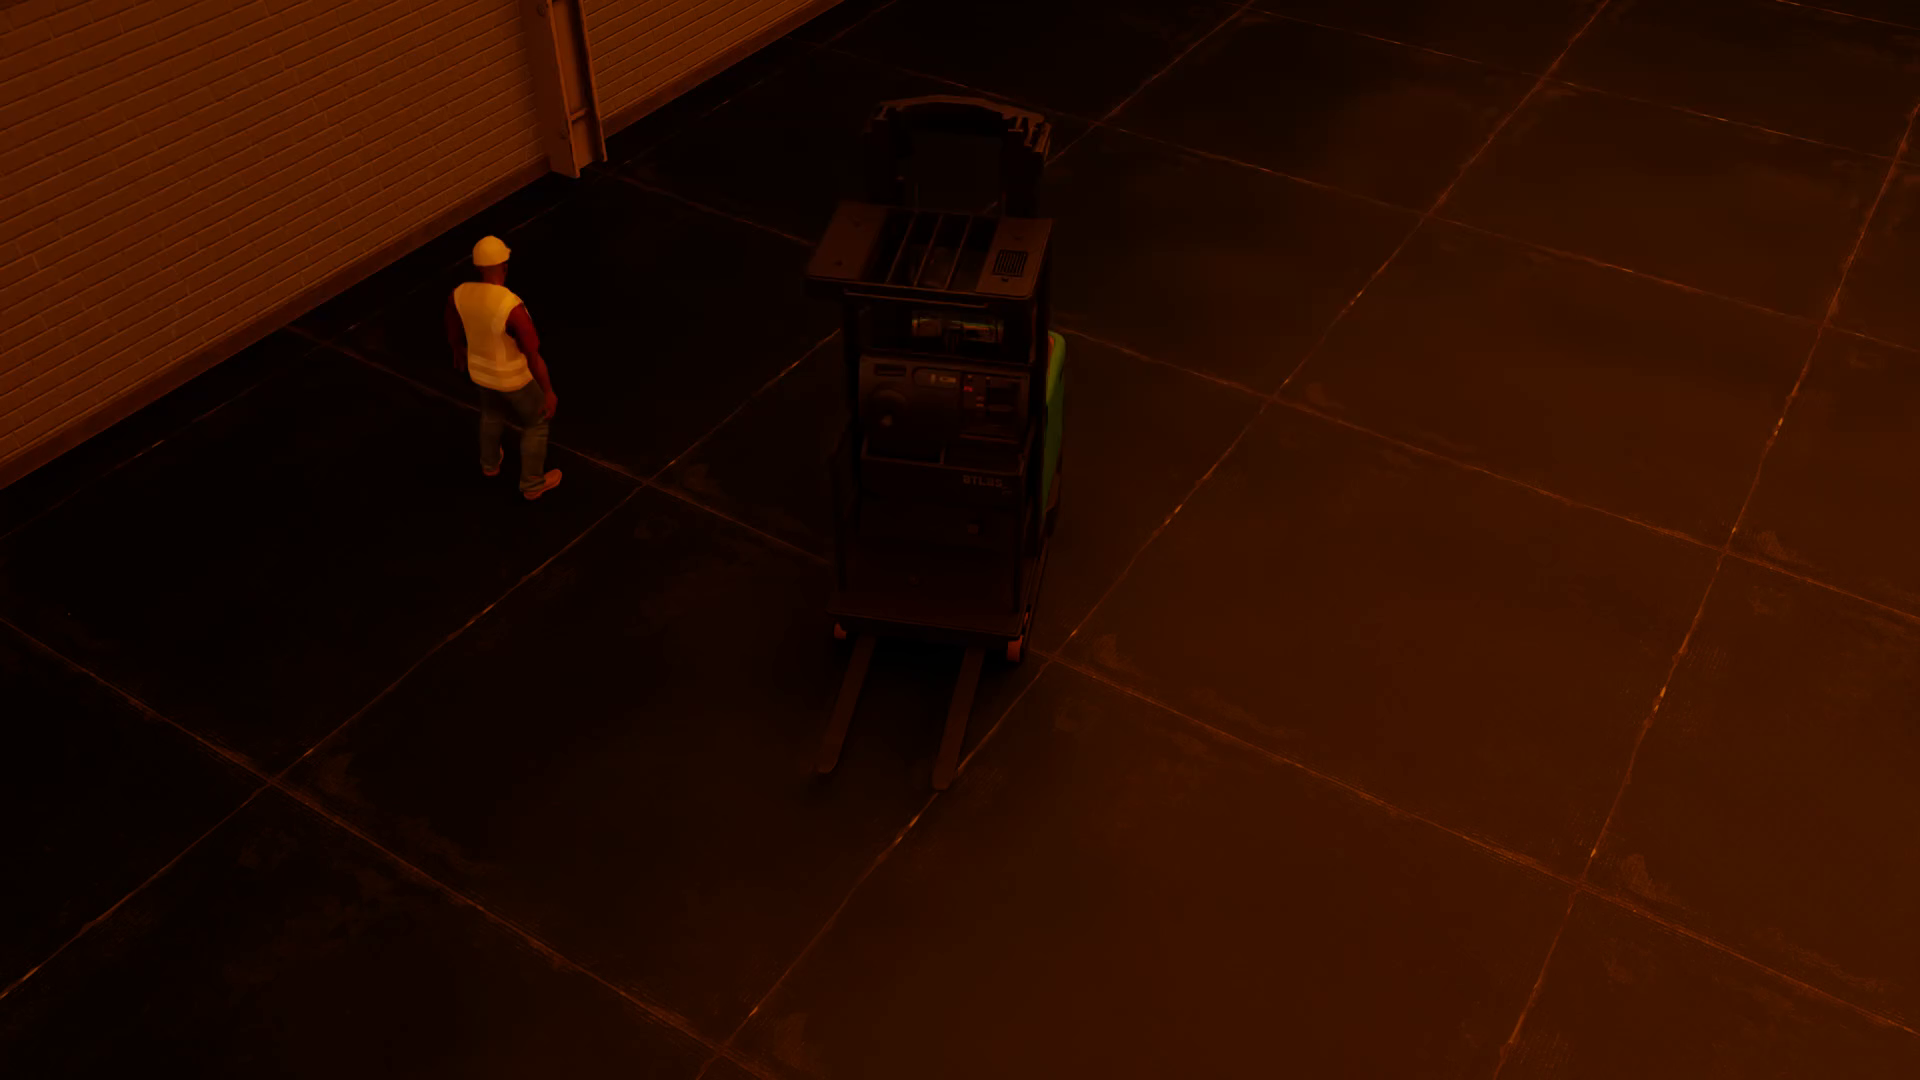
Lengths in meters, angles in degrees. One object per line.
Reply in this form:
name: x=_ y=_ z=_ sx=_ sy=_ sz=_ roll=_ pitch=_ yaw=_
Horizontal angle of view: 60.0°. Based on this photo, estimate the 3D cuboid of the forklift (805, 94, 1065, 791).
forklift: x=-0.125 y=-0.684 z=8.774 sx=1.130 sy=2.935 sz=3.031 roll=7 pitch=41 yaw=8

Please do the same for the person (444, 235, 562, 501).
person: x=-2.760 y=-1.055 z=10.137 sx=0.852 sy=1.737 sz=0.428 roll=18 pitch=44 yaw=20
